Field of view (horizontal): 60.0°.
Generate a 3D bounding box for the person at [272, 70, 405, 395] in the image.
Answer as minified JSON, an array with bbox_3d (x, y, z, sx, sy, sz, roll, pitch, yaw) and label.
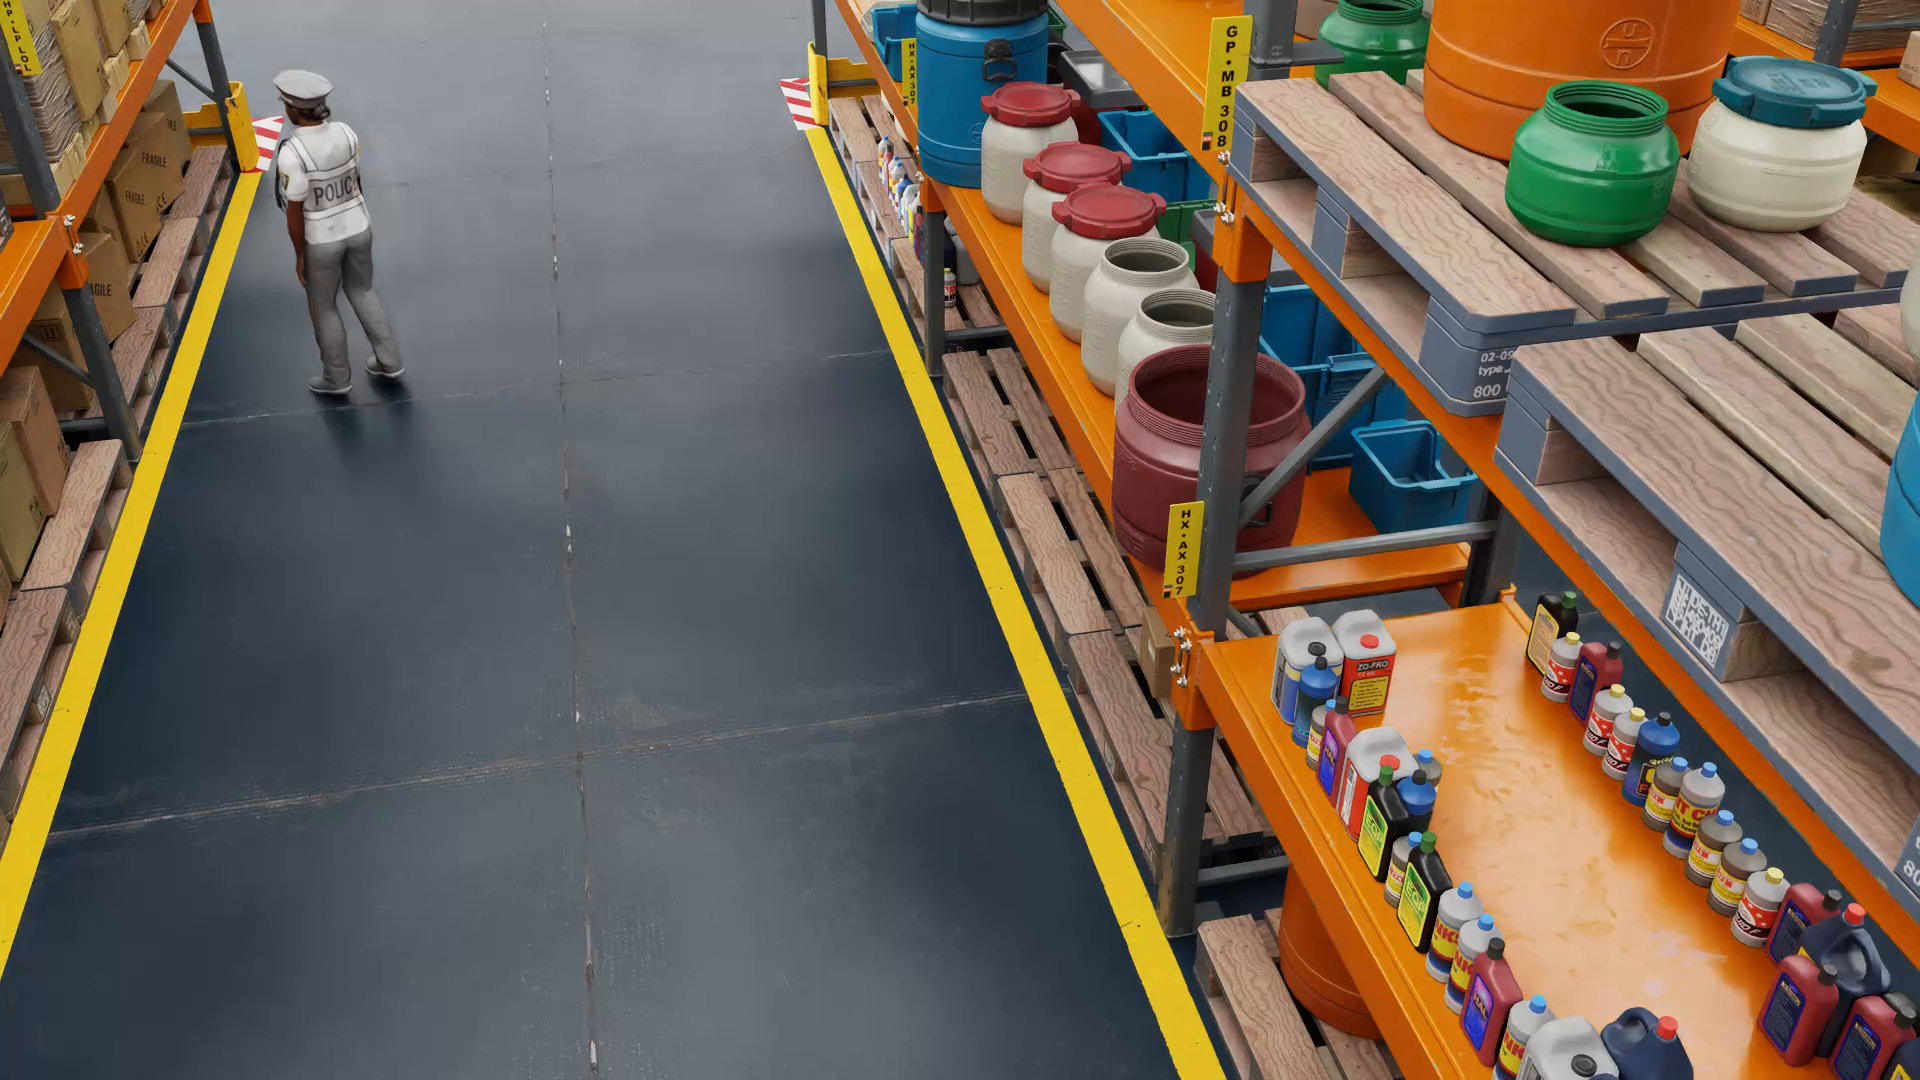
[{"bbox_3d":[-3.167,-1.514,8.315,0.449,1.700,0.491,22,40,29],"label":"person"}]
